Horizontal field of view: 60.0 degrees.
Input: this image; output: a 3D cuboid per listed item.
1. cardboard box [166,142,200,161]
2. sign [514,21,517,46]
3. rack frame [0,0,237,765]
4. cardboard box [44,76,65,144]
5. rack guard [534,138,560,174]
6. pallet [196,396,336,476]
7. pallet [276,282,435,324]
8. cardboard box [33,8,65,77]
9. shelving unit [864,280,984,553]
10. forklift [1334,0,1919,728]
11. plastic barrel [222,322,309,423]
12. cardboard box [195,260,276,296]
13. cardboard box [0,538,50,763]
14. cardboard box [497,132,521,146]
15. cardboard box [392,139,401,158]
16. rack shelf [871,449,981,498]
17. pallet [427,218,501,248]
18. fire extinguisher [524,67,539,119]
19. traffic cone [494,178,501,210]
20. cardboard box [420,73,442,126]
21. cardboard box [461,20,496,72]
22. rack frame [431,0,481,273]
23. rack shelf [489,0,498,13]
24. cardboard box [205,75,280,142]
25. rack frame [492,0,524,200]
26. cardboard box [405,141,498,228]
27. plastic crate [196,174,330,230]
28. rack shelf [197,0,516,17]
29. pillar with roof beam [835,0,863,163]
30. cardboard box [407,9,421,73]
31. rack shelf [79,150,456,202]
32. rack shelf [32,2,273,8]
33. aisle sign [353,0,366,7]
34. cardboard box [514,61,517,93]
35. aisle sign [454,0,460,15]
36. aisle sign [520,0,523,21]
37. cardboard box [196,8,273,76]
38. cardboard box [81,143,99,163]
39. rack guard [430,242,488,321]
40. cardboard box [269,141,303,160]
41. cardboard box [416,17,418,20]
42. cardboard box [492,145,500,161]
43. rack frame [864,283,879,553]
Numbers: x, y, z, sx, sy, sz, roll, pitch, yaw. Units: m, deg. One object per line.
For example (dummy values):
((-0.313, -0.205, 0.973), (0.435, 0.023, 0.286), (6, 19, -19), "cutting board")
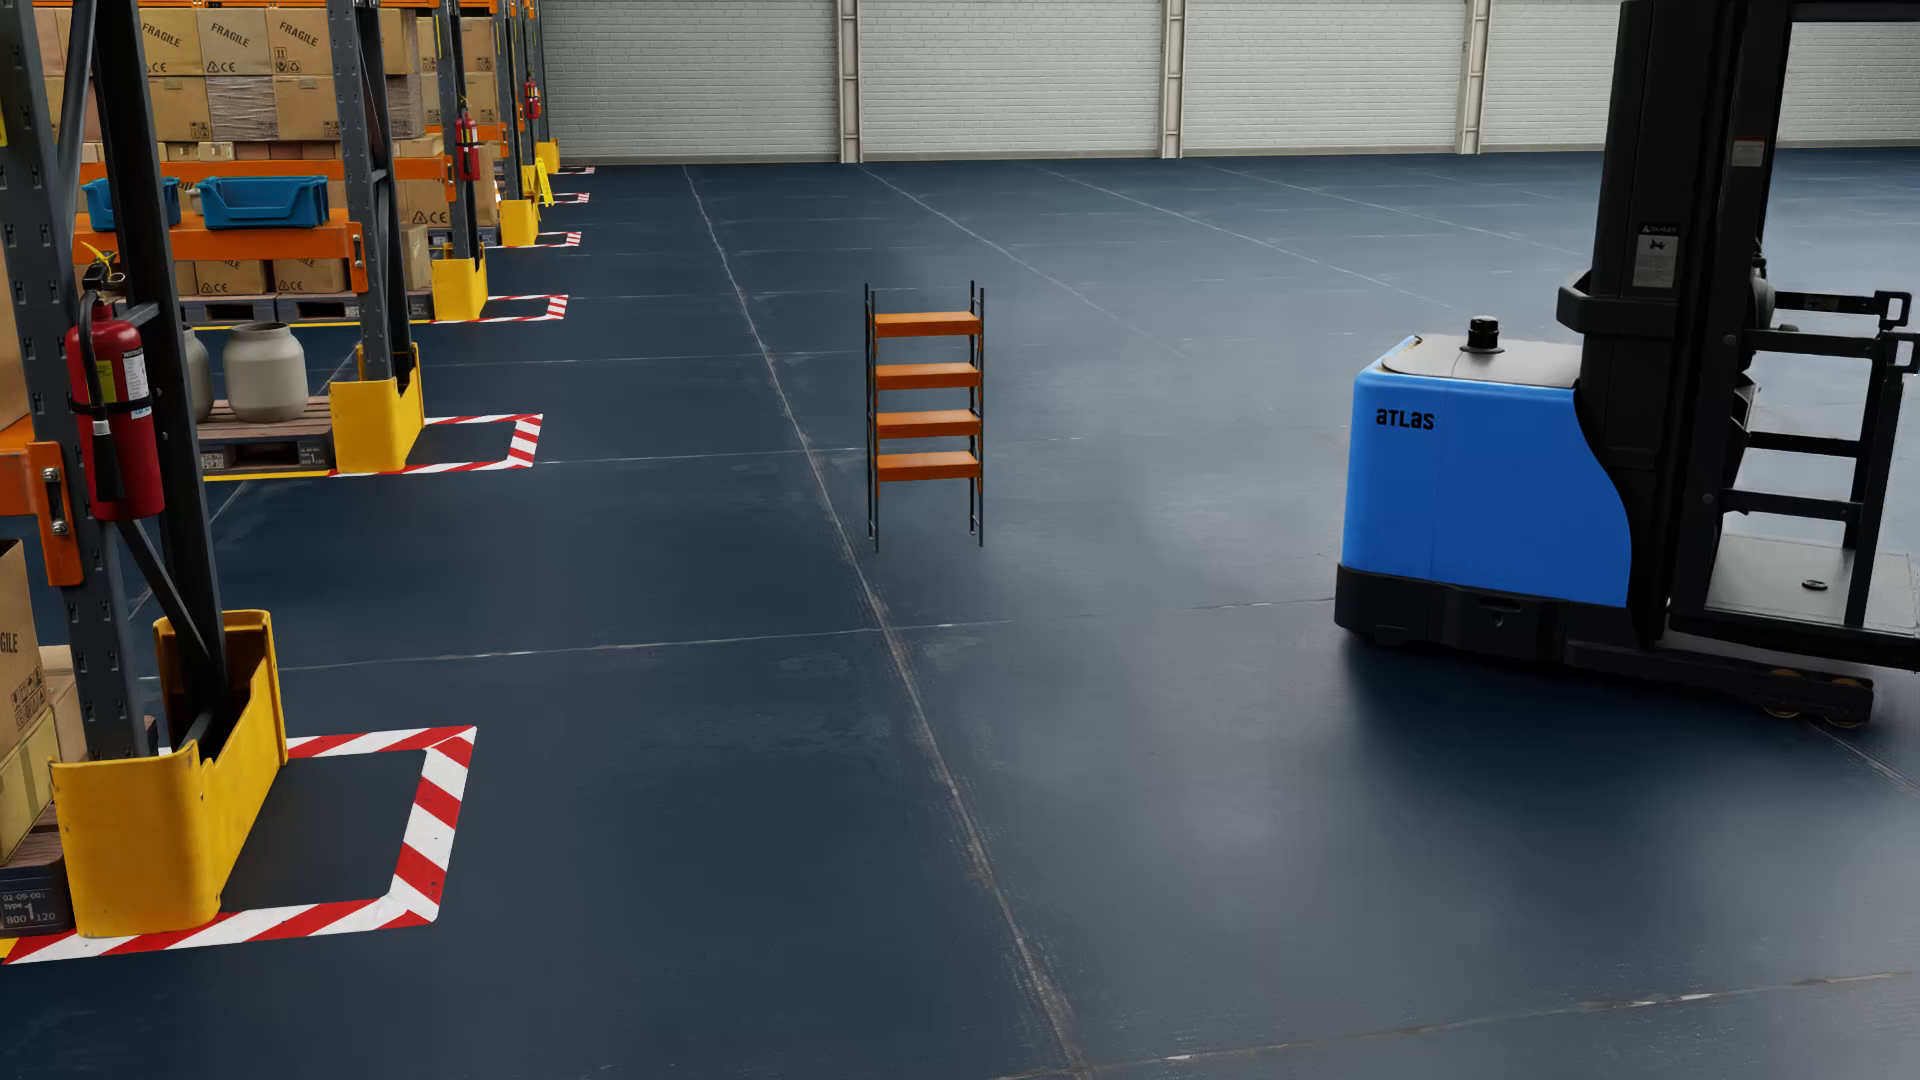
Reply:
((-6.134, -3.108, 13.249), (0.250, 0.149, 0.380), (-3, 17, -10), "cardboard box")
((-5.976, -6.811, 22.368), (0.005, 0.325, 0.100), (-3, 17, -10), "sign")
((-2.306, -0.555, 4.510), (0.127, 3.000, 1.000), (-3, 17, -10), "rack frame")
((-7.158, -3.403, 13.105), (0.500, 0.500, 0.875), (-3, 17, -10), "cardboard box")
((-6.983, -6.505, 28.139), (0.348, 0.500, 1.175), (-3, 17, -10), "rack guard")
((-4.106, -0.589, 9.369), (1.213, 0.211, 1.003), (-3, 17, -10), "pallet")
((-5.060, -2.039, 14.090), (1.213, 0.211, 1.003), (-3, 17, -10), "pallet")
((-7.128, -3.836, 12.813), (0.500, 0.500, 0.500), (-3, 17, -10), "cardboard box")
((-0.163, -0.564, 7.606), (0.503, 1.200, 0.258), (-3, 17, -10), "shelving unit")
((3.020, -0.934, 5.859), (3.031, 2.935, 1.130), (8, 19, 25), "forklift")
((-3.874, -0.936, 9.272), (0.421, 0.512, 0.421), (0, 17, 0), "plastic barrel")
((-5.996, -2.314, 13.780), (0.500, 0.500, 0.500), (-2, 17, -5), "cardboard box")
((-2.776, 0.316, 4.365), (0.500, 0.500, 0.500), (-3, 17, -10), "cardboard box")
((-7.425, -6.707, 27.654), (0.500, 0.250, 0.500), (-3, 17, -11), "cardboard box")
((-4.668, -3.202, 13.555), (0.250, 0.149, 0.380), (-3, 17, -10), "cardboard box")
((-0.163, -0.310, 7.684), (0.480, 0.148, 0.258), (-3, 17, -10), "rack shelf")
((-5.793, -3.446, 18.673), (1.213, 0.211, 1.003), (-3, 17, -10), "pallet")
((-5.862, -6.104, 22.709), (0.183, 0.674, 0.296), (-3, 17, -10), "fire extinguisher")
((-6.239, -4.659, 22.193), (0.334, 0.463, 0.336), (-3, 17, -10), "traffic cone")
((-5.915, -4.847, 18.230), (0.550, 0.550, 0.875), (-3, 17, -10), "cardboard box")
((-5.395, -5.425, 18.270), (0.550, 0.550, 0.875), (-3, 17, -10), "cardboard box")
((-4.181, -3.411, 13.808), (0.127, 3.000, 1.000), (-3, 17, -10), "rack frame")
((-6.987, -5.825, 17.784), (4.000, 0.370, 1.077), (-3, 17, -10), "rack shelf")
((-5.694, -3.500, 13.422), (0.500, 0.500, 0.875), (-3, 17, -10), "cardboard box")
((-5.023, -4.846, 18.482), (0.127, 3.000, 1.000), (-3, 17, -10), "rack frame")
((-5.676, -3.975, 18.547), (0.875, 0.875, 0.875), (-3, 17, -10), "cardboard box")
((-3.677, -1.798, 8.810), (0.616, 0.251, 0.499), (-3, 17, -10), "plastic crate")
((-8.025, -7.246, 22.412), (4.000, 0.370, 1.077), (-3, 17, -10), "rack shelf")
((-1.154, -9.880, 24.654), (0.400, 9.000, 9.100), (-3, 17, -10), "pillar with roof beam")
((-4.773, -4.127, 13.759), (0.500, 0.500, 0.500), (-3, 17, -10), "cardboard box")
((-6.145, -2.956, 13.551), (4.000, 0.370, 1.077), (-3, 17, -10), "rack shelf")
((-12.898, -8.454, 26.344), (4.000, 0.370, 1.077), (-3, 17, -10), "rack shelf")
((-3.115, -3.144, 8.512), (0.004, 0.787, 0.394), (-3, 17, -10), "aisle sign")
((-7.440, -7.643, 27.417), (0.500, 0.500, 0.500), (-4, 17, -12), "cardboard box")
((-4.178, -4.744, 13.719), (0.004, 0.787, 0.394), (-3, 17, -10), "aisle sign")
((-5.946, -7.430, 22.467), (0.004, 0.787, 0.394), (-3, 17, -10), "aisle sign")
((-5.656, -3.920, 13.087), (0.500, 0.500, 0.500), (-3, 17, -10), "cardboard box")
((-6.856, -3.044, 13.042), (0.250, 0.149, 0.380), (-3, 17, -10), "cardboard box")
((-4.256, -2.212, 14.161), (0.348, 0.500, 1.175), (-3, 17, -10), "rack guard")
((-5.405, -3.161, 13.424), (0.250, 0.149, 0.380), (-3, 17, -10), "cardboard box")
((-7.501, -6.760, 22.333), (0.500, 0.500, 0.700), (-3, 17, -11), "cardboard box")
((-7.898, -6.443, 27.646), (0.500, 0.250, 0.500), (-3, 17, -10), "cardboard box")
((-0.402, -0.551, 7.561), (0.015, 1.200, 0.240), (-3, 17, -10), "rack frame")
